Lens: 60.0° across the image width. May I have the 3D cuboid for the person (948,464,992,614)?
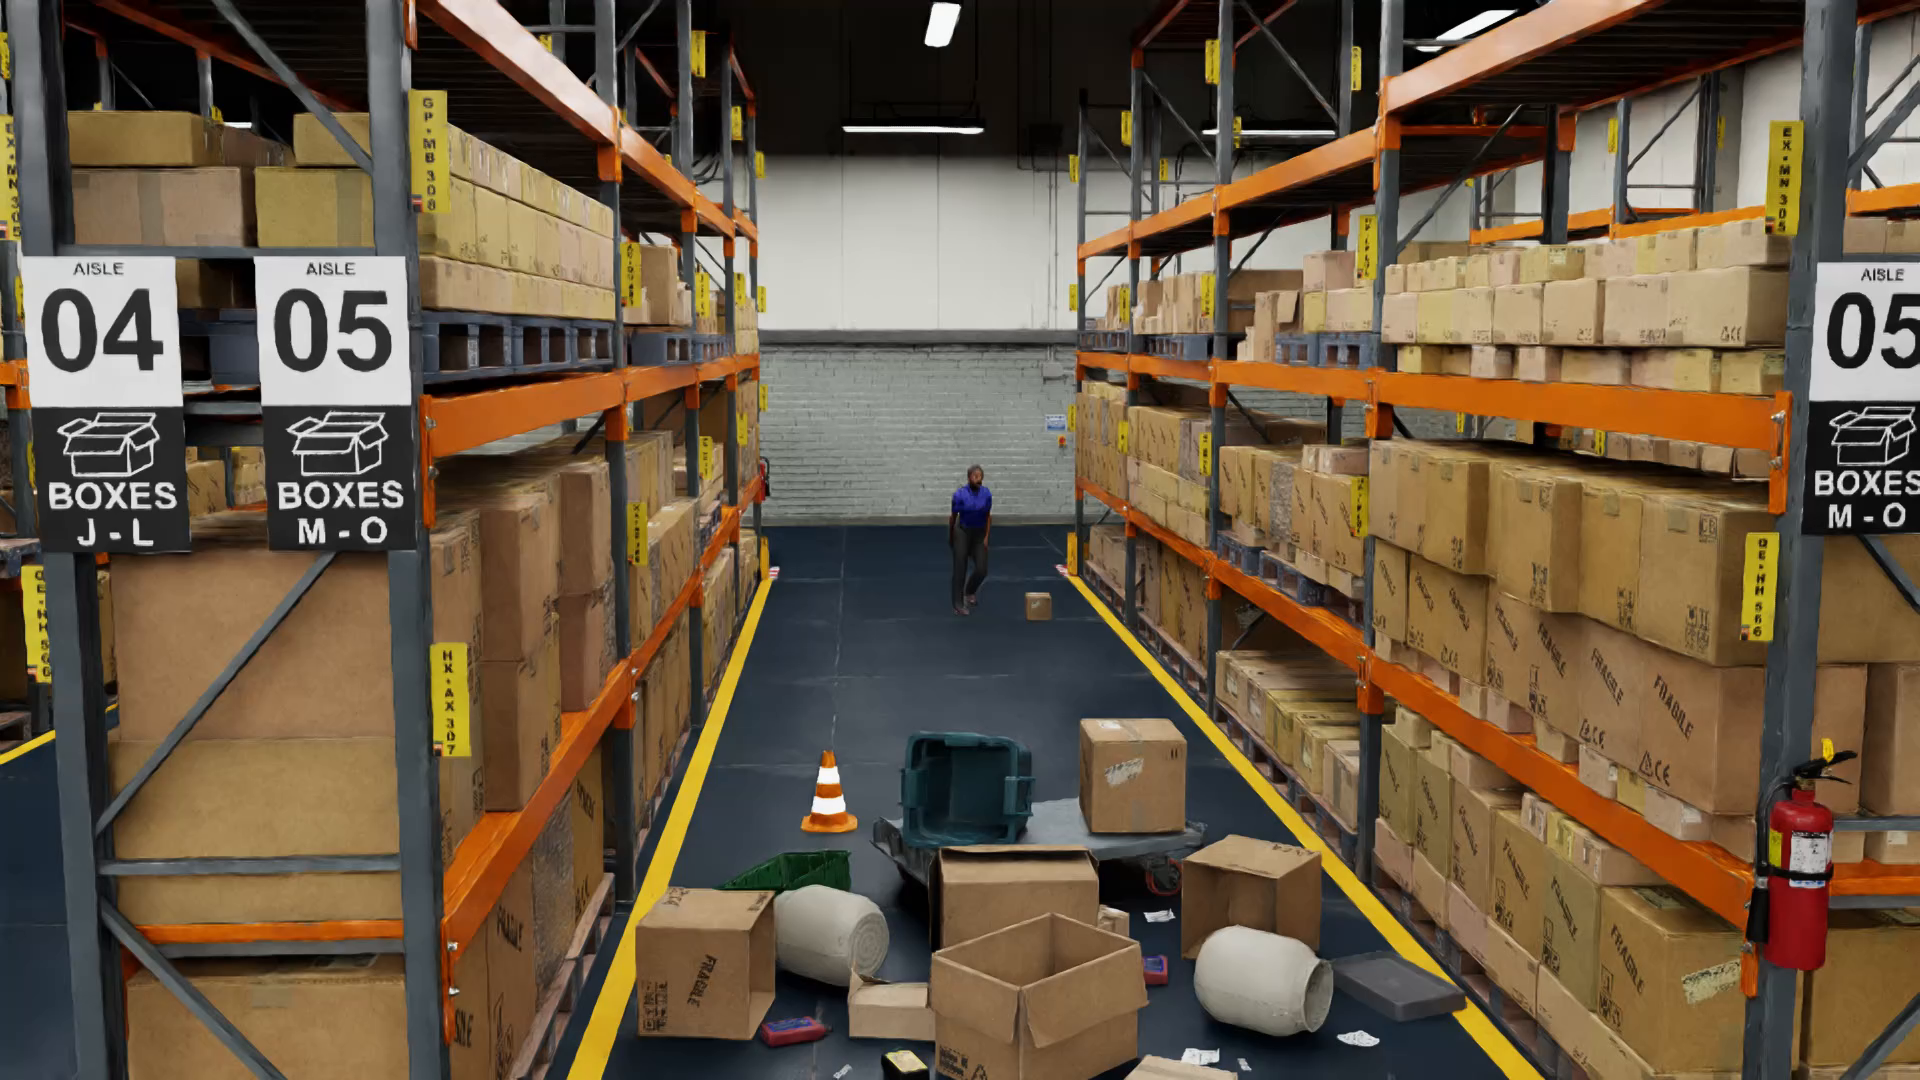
[{"bbox_3d":[0.097,-0.022,18.052,0.448,1.635,0.615,-3,8,-23],"label":"person"}]
